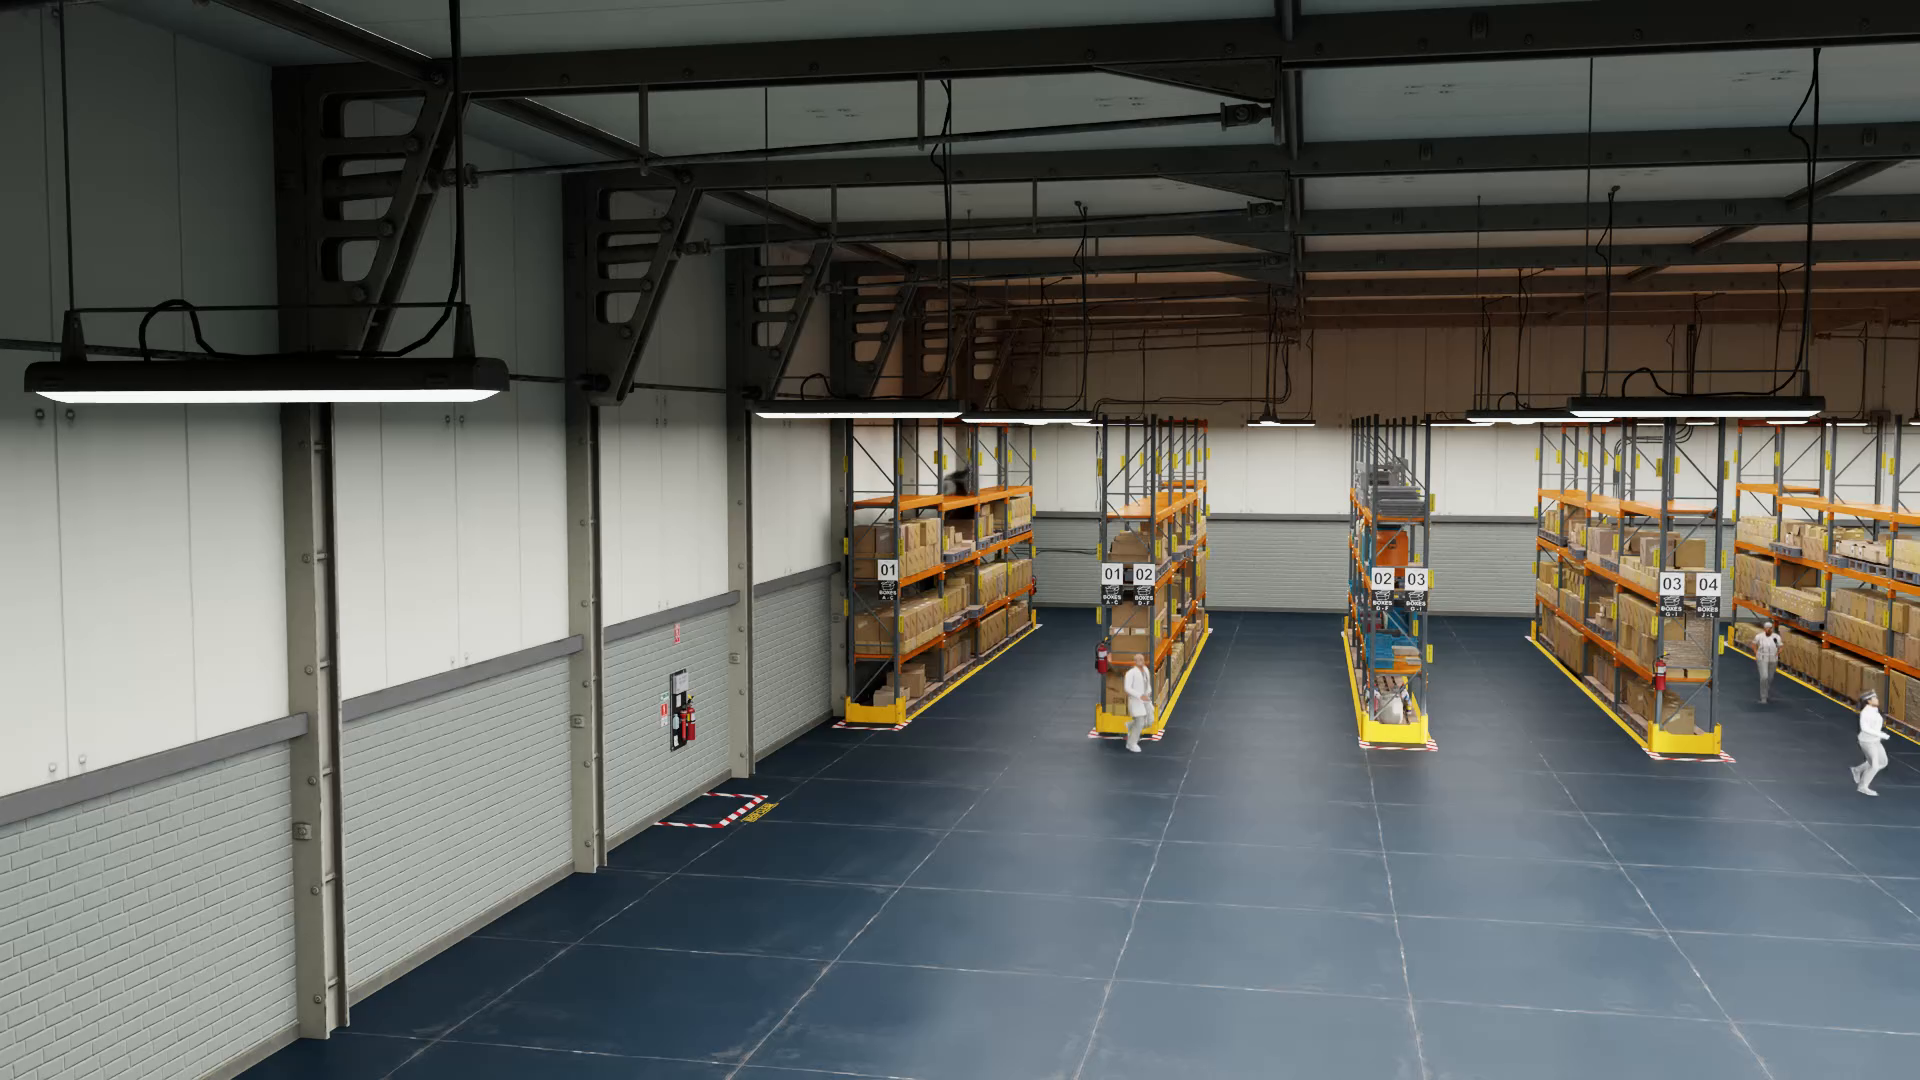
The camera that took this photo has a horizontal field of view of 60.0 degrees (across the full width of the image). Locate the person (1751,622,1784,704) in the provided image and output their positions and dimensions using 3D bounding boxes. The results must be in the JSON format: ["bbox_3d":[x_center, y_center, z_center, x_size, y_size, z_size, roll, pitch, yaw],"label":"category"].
[{"bbox_3d":[16.982,2.567,34.963,0.601,1.705,0.796,1,4,12],"label":"person"}]

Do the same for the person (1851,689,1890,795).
[{"bbox_3d":[14.284,3.159,26.081,0.562,1.666,0.658,3,5,40],"label":"person"}]

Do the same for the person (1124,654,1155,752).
[{"bbox_3d":[3.198,2.891,29.651,0.741,1.745,0.697,-4,5,-43],"label":"person"}]
